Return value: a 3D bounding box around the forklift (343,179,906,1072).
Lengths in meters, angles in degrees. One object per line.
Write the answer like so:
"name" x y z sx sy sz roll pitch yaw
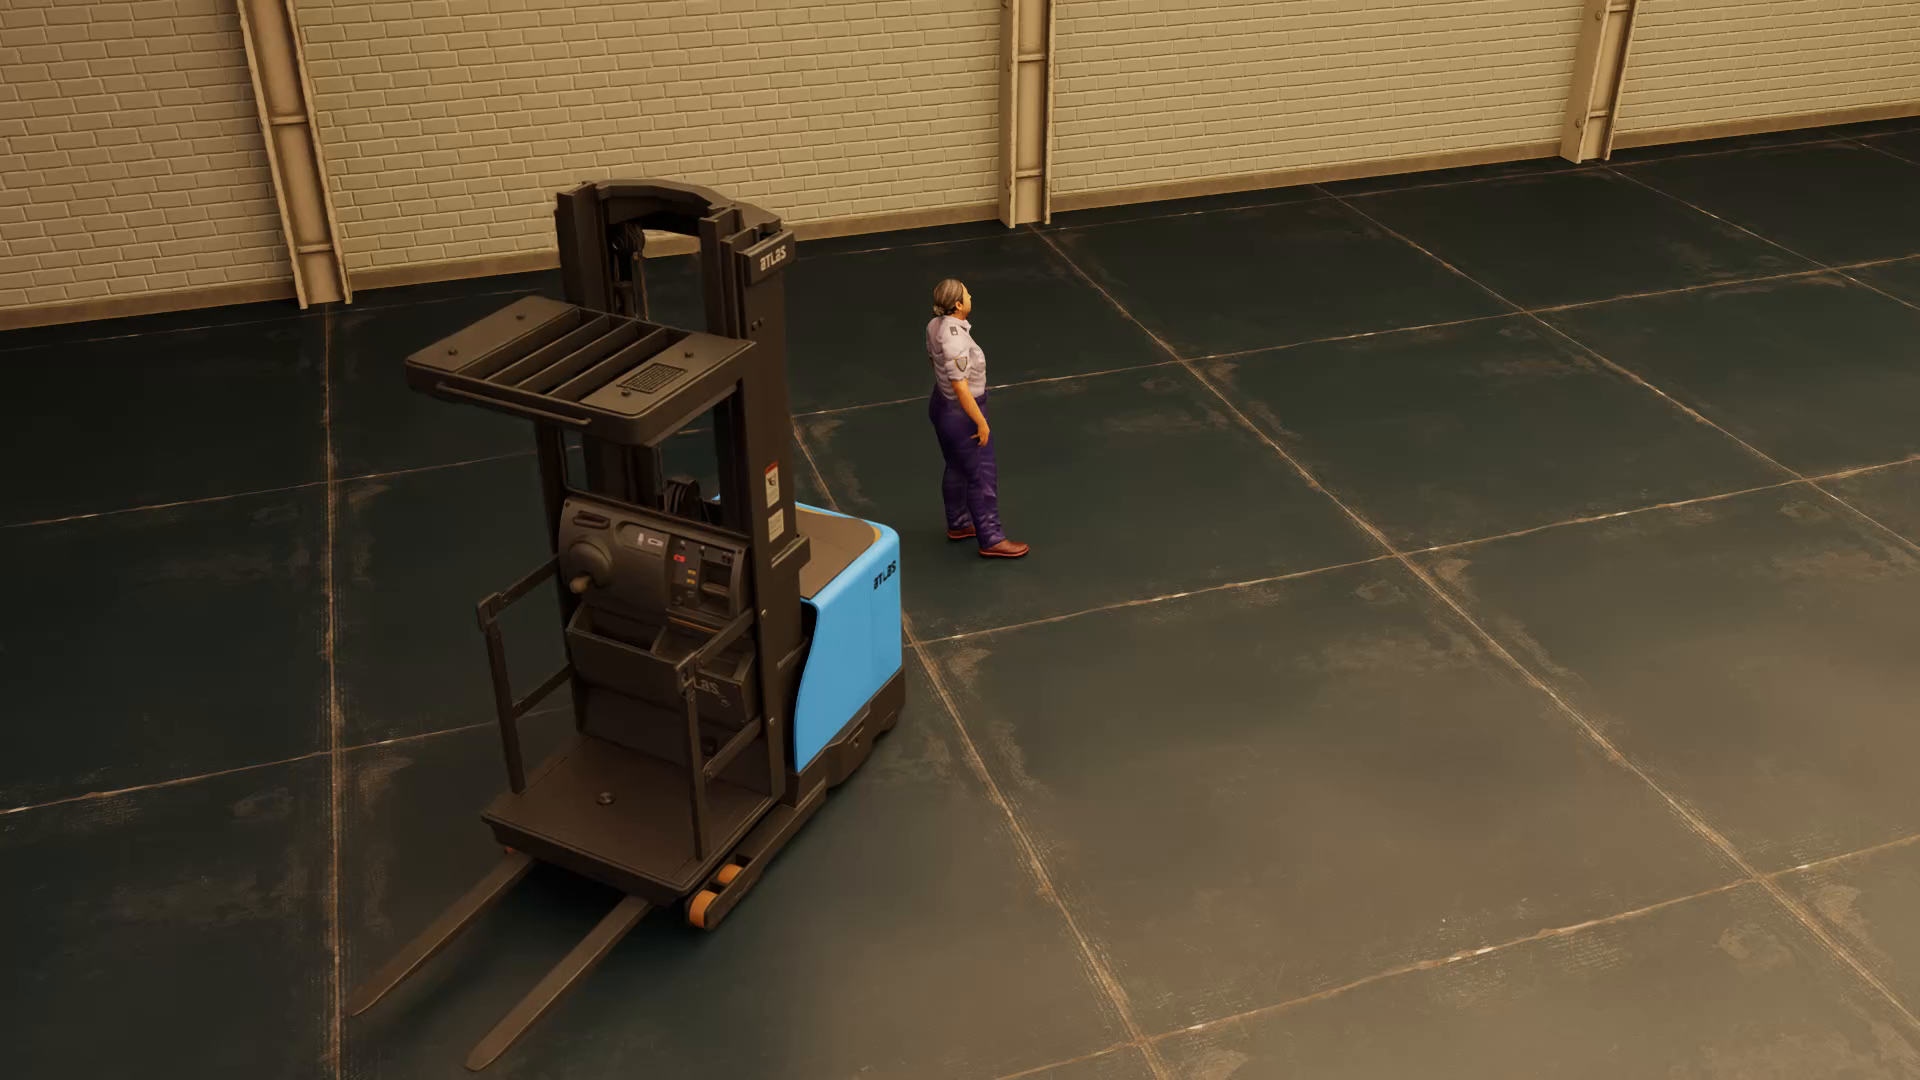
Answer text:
"forklift" -1.398 0.145 6.835 1.130 2.935 3.031 14 33 23

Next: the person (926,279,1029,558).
"person" 0.092 -0.724 9.618 0.503 1.650 0.599 -10 31 -16
